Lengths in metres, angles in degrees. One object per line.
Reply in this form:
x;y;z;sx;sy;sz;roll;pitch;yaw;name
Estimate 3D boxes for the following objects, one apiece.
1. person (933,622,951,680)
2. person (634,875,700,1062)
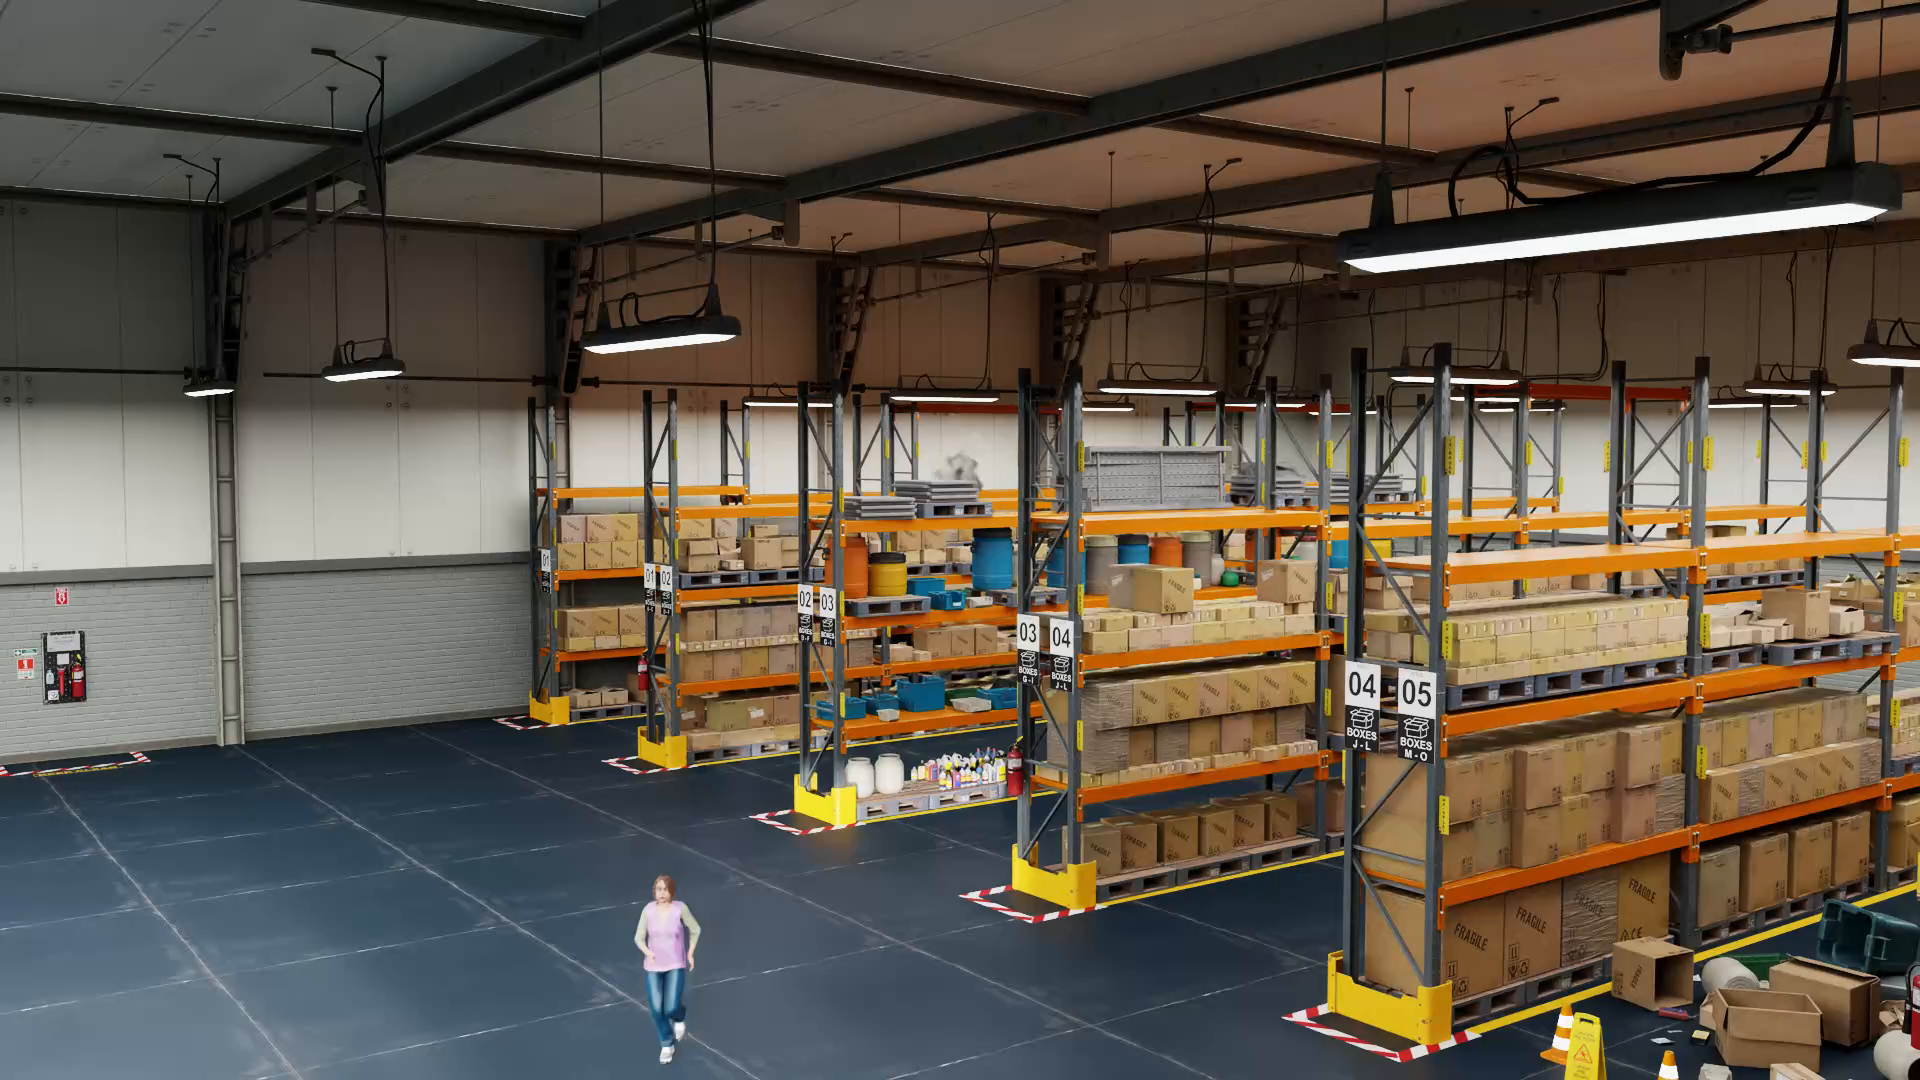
-0.309;2.395;32.367;0.540;1.738;0.663;-3;4;-37;person
-2.450;3.571;13.849;0.534;1.560;0.540;0;3;-1;person
